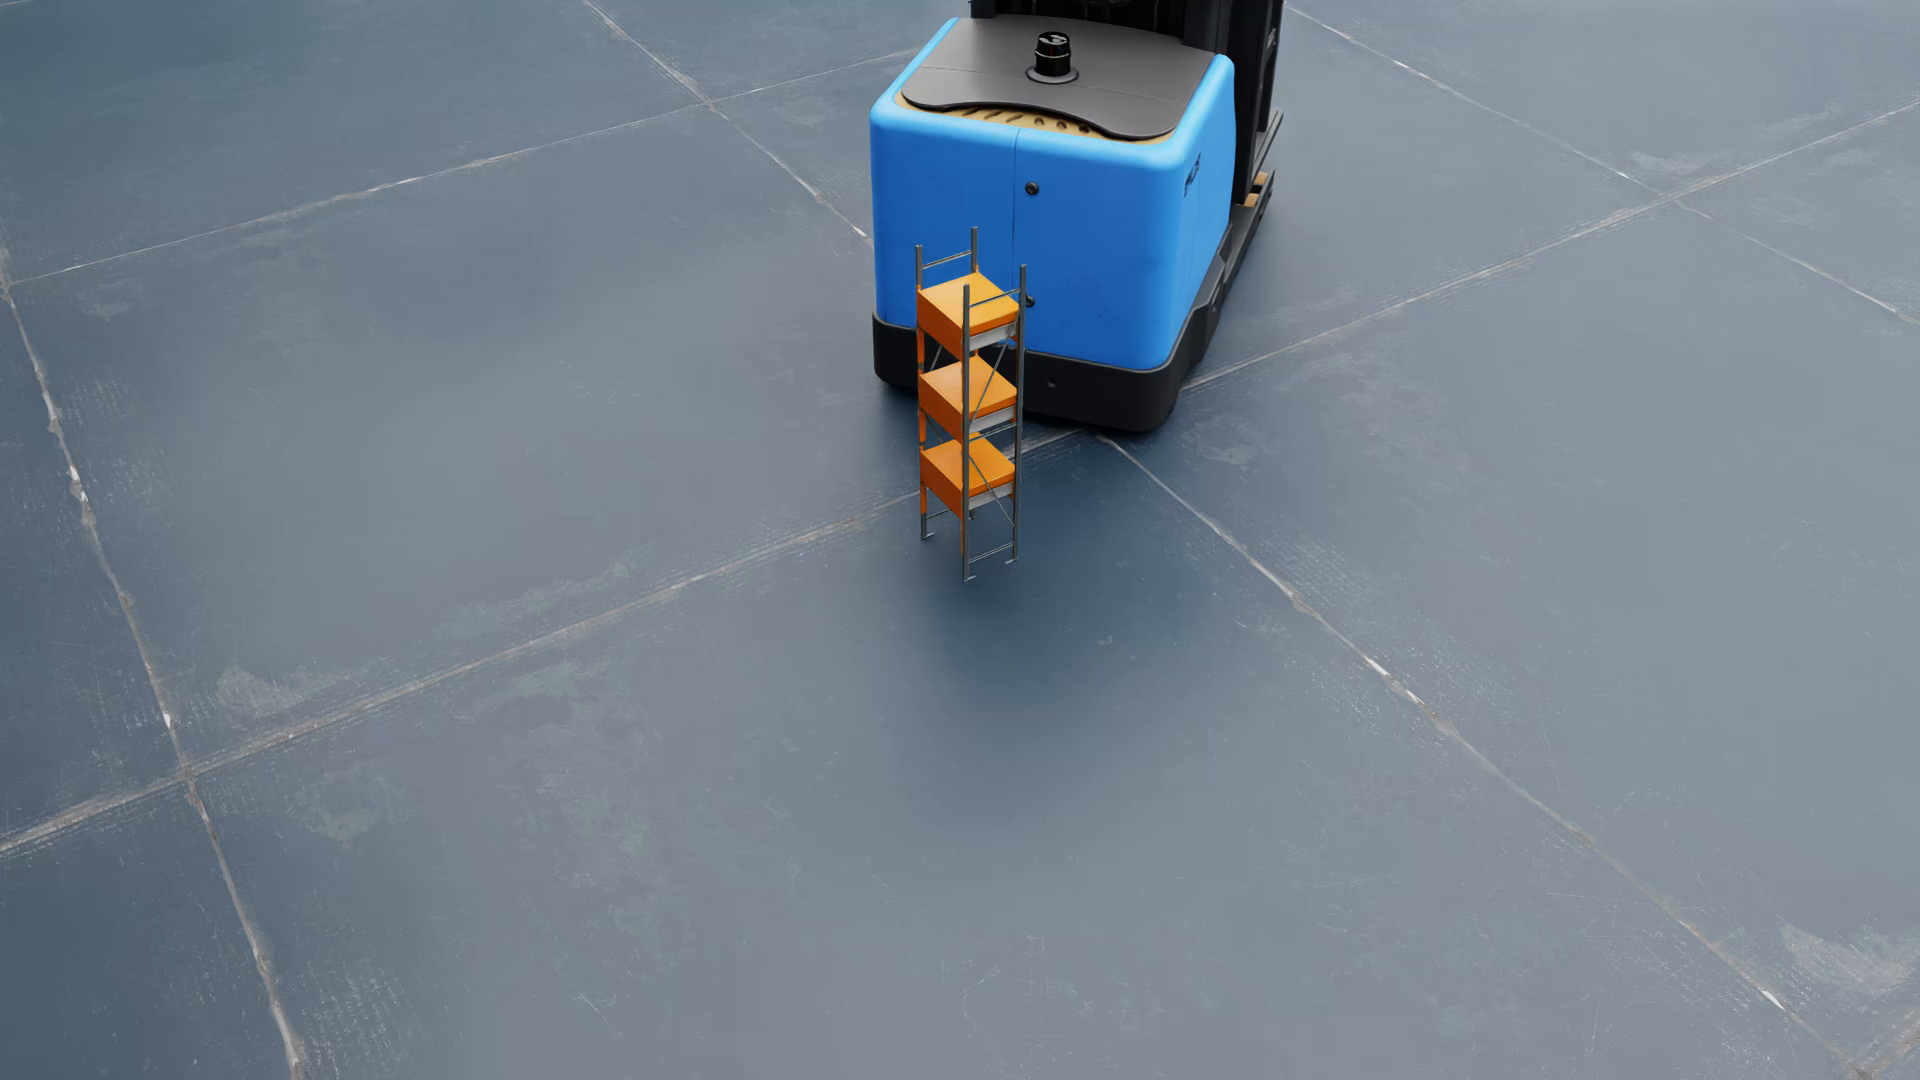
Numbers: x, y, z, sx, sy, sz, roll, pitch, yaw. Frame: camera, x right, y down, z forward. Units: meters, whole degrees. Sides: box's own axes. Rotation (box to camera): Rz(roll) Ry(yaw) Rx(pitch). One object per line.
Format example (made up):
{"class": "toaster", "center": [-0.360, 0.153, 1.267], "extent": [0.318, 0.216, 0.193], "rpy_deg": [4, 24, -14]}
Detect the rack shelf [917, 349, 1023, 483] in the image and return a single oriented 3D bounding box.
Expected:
{"class": "rack shelf", "center": [0.029, -0.366, 4.886], "extent": [0.215, 0.259, 0.240], "rpy_deg": [-22, 45, -24]}

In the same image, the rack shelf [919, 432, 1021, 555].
{"class": "rack shelf", "center": [0.029, -0.153, 5.064], "extent": [0.215, 0.259, 0.240], "rpy_deg": [-22, 45, -24]}

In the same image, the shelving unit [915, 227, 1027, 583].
{"class": "shelving unit", "center": [0.029, -0.374, 4.879], "extent": [0.215, 1.050, 0.252], "rpy_deg": [-22, 45, -24]}

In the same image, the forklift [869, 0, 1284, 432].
{"class": "forklift", "center": [0.659, -2.440, 5.888], "extent": [1.130, 2.935, 3.031], "rpy_deg": [12, 41, 15]}

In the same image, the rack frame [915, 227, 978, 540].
{"class": "rack frame", "center": [-0.037, -0.440, 4.958], "extent": [0.200, 1.050, 0.008], "rpy_deg": [-22, 45, -24]}

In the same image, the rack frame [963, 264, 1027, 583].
{"class": "rack frame", "center": [0.094, -0.309, 4.800], "extent": [0.200, 1.050, 0.008], "rpy_deg": [-22, 45, -24]}

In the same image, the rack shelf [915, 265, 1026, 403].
{"class": "rack shelf", "center": [0.029, -0.584, 4.704], "extent": [0.215, 0.259, 0.240], "rpy_deg": [-22, 45, -24]}
